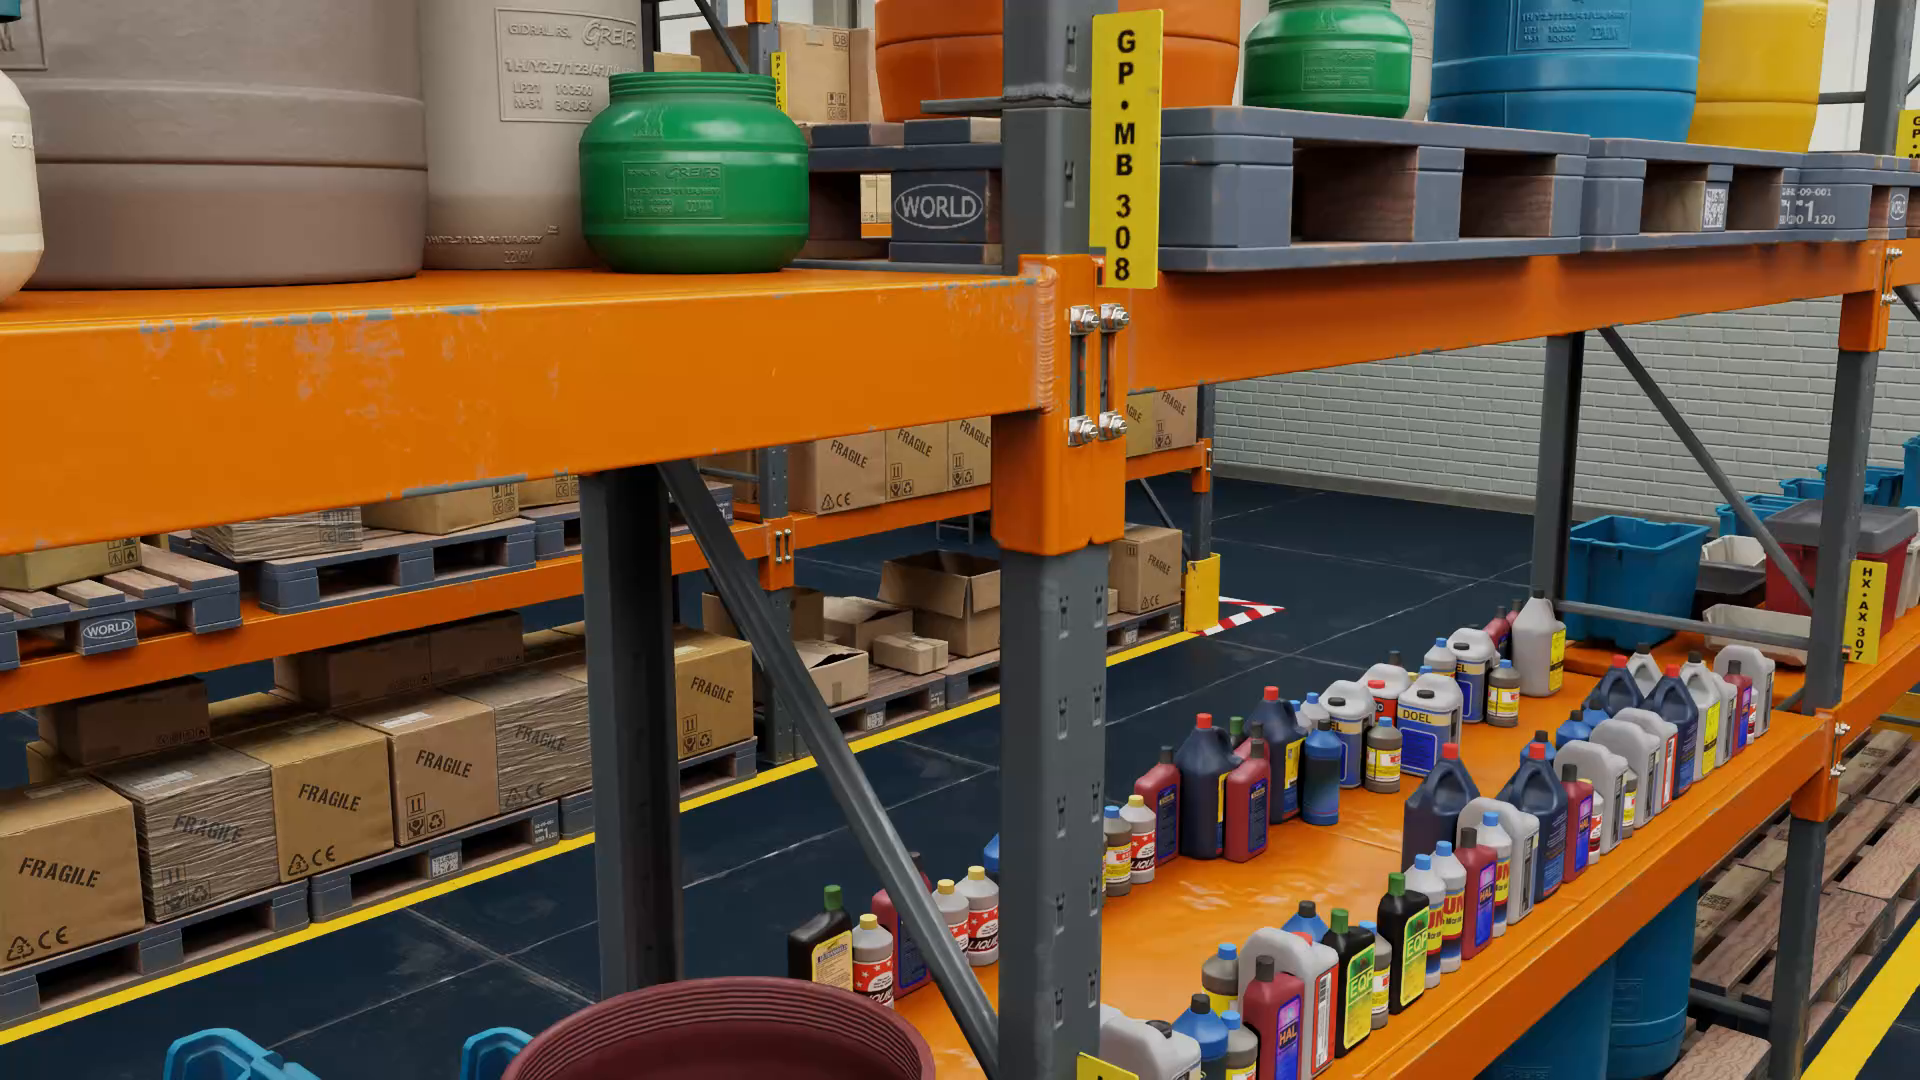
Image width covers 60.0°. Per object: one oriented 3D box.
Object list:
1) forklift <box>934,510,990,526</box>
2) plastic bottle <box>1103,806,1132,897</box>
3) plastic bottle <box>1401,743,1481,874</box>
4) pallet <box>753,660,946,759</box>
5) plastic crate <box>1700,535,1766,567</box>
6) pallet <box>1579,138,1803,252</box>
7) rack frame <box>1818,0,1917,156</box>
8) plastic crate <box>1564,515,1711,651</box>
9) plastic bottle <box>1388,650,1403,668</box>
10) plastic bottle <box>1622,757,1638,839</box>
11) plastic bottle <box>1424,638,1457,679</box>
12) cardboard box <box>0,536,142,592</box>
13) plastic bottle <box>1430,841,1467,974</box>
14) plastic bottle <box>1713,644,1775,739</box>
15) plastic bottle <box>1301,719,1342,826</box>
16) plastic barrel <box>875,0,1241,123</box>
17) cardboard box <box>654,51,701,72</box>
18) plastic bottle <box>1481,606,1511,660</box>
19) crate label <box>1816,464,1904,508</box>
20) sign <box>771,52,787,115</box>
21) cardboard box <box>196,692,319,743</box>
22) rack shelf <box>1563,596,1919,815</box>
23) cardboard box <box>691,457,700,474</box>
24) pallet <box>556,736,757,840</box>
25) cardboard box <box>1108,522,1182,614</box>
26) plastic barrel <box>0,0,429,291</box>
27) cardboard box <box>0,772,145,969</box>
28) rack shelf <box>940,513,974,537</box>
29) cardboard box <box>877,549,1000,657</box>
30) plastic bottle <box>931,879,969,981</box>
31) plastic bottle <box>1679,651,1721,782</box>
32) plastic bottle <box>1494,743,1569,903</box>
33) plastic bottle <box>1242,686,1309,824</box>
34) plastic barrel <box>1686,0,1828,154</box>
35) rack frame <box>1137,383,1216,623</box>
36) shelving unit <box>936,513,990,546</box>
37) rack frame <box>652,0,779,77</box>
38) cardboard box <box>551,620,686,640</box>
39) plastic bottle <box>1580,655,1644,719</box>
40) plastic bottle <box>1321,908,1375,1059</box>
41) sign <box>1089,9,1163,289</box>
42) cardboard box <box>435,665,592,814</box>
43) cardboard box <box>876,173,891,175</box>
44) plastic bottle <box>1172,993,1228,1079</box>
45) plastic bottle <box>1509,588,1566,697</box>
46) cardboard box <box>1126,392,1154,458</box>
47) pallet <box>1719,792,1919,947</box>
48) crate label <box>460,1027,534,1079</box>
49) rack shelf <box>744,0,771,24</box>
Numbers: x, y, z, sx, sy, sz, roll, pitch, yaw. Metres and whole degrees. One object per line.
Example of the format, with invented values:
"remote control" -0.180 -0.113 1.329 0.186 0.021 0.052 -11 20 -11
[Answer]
"forklift" 0.527 -1.797 16.227 1.130 2.935 3.031 3 12 15
"plastic bottle" 0.356 0.727 3.918 0.097 0.201 0.097 0 11 0
"plastic bottle" 1.131 0.655 3.901 0.144 0.351 0.185 10 15 40
"pallet" -0.842 0.916 9.585 1.003 0.211 1.213 10 15 40
"plastic crate" 3.346 0.096 7.095 0.293 0.136 0.466 10 15 40
"pallet" 1.232 -0.792 3.844 1.003 0.211 1.213 10 15 40
"rack frame" 2.422 -2.651 5.010 1.000 3.000 0.127 10 15 40
"plastic crate" 2.474 0.156 6.158 0.392 0.384 0.575 10 15 40
"plastic bottle" 1.274 0.477 4.961 0.061 0.283 0.133 10 15 40
"plastic bottle" 1.686 0.656 4.274 0.097 0.201 0.097 0 11 0
"plastic bottle" 1.492 0.440 5.178 0.097 0.271 0.097 0 11 0
"cardboard box" -3.605 -0.124 6.346 0.700 0.500 0.500 4 12 21
"plastic bottle" 1.018 0.771 3.521 0.097 0.271 0.097 0 11 0
"plastic bottle" 2.405 0.451 5.110 0.152 0.276 0.135 10 15 40
"plastic bottle" 0.949 0.604 4.358 0.097 0.271 0.097 0 11 0
"plastic barrel" 0.159 -1.091 2.690 0.600 0.830 0.708 10 15 40
"cardboard box" -1.684 -2.061 8.129 0.600 0.600 0.600 8 14 35
"plastic bottle" 1.772 0.366 5.517 0.061 0.283 0.133 10 15 40
"crate label" 4.653 -0.251 8.586 0.416 0.233 0.303 10 15 40
"sign" -0.877 -2.197 8.067 0.100 0.325 0.005 10 15 40
"cardboard box" -3.153 1.004 7.284 0.500 0.500 0.500 9 14 38
"rack shelf" 3.743 0.349 7.141 1.077 0.370 4.000 10 15 40
"cardboard box" -1.777 -0.564 8.551 0.700 0.500 0.500 4 12 21
"pallet" -1.804 1.142 8.456 1.003 0.211 1.213 10 15 40
"cardboard box" 1.171 0.183 11.395 0.500 0.500 0.500 10 15 40
"plastic barrel" -0.923 -0.745 1.844 0.600 0.901 0.600 0 11 0
"cardboard box" -3.421 1.218 6.212 0.500 0.500 0.500 11 15 43
"rack shelf" 0.102 -0.338 14.684 0.431 0.518 0.480 9 14 37
"cardboard box" -0.060 0.381 10.395 0.797 0.503 0.637 10 15 40
"plastic bottle" -0.029 0.813 3.488 0.097 0.201 0.097 0 11 0
"plastic bottle" 2.062 0.492 4.713 0.144 0.351 0.185 10 15 40
"plastic bottle" 1.334 0.654 3.902 0.144 0.351 0.185 10 15 40
"plastic bottle" 0.830 0.556 4.396 0.144 0.351 0.185 10 15 40
"plastic barrel" 1.972 -1.318 4.440 0.600 0.588 0.600 0 11 0
"rack frame" 1.345 -0.939 11.753 1.000 3.000 0.127 10 15 40
"shelving unit" 0.102 -1.037 14.545 0.431 2.100 0.503 9 14 37
"rack frame" -1.296 -3.292 8.219 1.000 3.000 0.127 10 15 40
"cardboard box" -1.798 0.699 8.810 0.500 0.500 0.500 9 14 38
"plastic bottle" 1.831 0.501 4.670 0.144 0.351 0.185 10 15 40
"plastic bottle" 0.739 0.833 3.182 0.061 0.283 0.133 10 15 40
"sign" 0.200 -0.470 2.016 0.100 0.325 0.005 10 15 40
"cardboard box" -2.070 0.915 7.731 0.500 0.500 0.500 10 15 41
"cardboard box" -0.460 -2.106 9.045 0.500 0.250 0.500 10 15 40
"plastic bottle" 0.408 0.907 2.841 0.097 0.271 0.097 0 11 0
"plastic bottle" 1.920 0.331 5.523 0.144 0.351 0.185 10 15 40
"cardboard box" 0.914 -0.810 10.853 0.500 0.500 0.500 10 15 41
"pallet" 3.684 1.365 7.340 1.003 0.211 1.213 10 15 40
"crate label" -0.778 0.975 2.600 0.303 0.233 0.416 10 15 40
"rack shelf" -2.616 -2.449 6.855 1.077 0.370 4.000 10 15 40
